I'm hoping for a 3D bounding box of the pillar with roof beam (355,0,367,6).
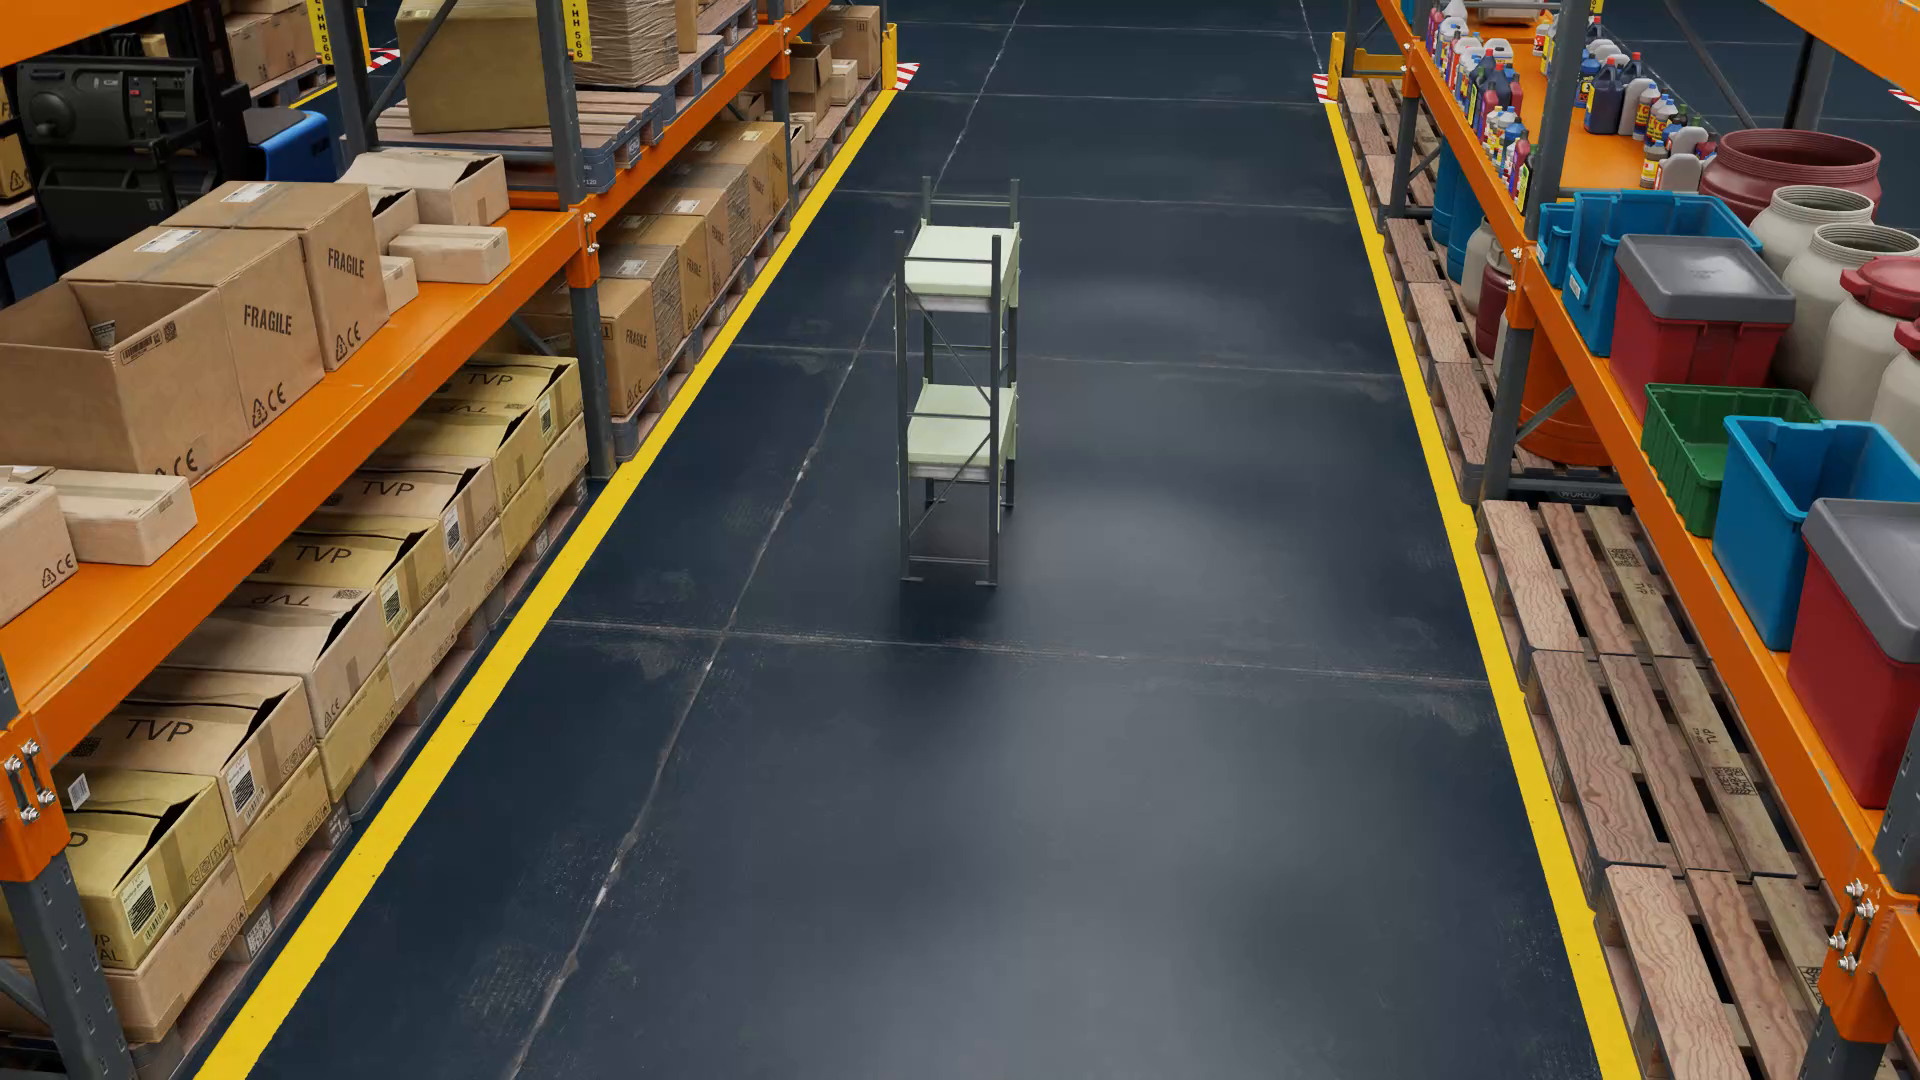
[{"bbox_3d":[-2.316,-9.415,15.237,9.100,9.000,0.400,3,28,6],"label":"pillar with roof beam"}]

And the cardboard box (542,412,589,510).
[{"bbox_3d":[-1.946,-0.363,7.218,0.500,0.250,0.500,4,29,7],"label":"cardboard box"}]

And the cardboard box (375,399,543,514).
[{"bbox_3d":[-2.001,-0.366,6.632,0.500,0.311,0.500,3,28,5],"label":"cardboard box"}]

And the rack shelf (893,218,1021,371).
[{"bbox_3d":[-0.001,-1.001,6.703,0.431,0.370,0.720,3,28,6],"label":"rack shelf"}]

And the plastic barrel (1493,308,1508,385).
[{"bbox_3d":[2.815,-0.953,8.036,0.421,0.512,0.421,0,28,0],"label":"plastic barrel"}]

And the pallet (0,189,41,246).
[{"bbox_3d":[-6.570,-2.224,11.156,1.003,0.211,1.213,3,28,6],"label":"pallet"}]

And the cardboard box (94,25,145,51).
[{"bbox_3d":[-6.478,-3.851,12.745,0.380,0.149,0.250,2,28,5],"label":"cardboard box"}]

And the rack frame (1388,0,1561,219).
[{"bbox_3d":[3.282,-3.244,10.109,1.000,3.000,0.127,3,28,6],"label":"rack frame"}]

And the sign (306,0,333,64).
[{"bbox_3d":[-2.664,-2.153,6.946,0.100,0.325,0.005,3,28,6],"label":"sign"}]

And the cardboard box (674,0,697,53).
[{"bbox_3d":[-1.789,-2.927,8.972,0.700,0.500,0.500,-4,29,-7],"label":"cardboard box"}]

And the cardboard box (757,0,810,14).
[{"bbox_3d":[-1.301,-3.802,11.038,0.500,0.500,0.500,4,29,8],"label":"cardboard box"}]

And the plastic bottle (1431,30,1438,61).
[{"bbox_3d":[2.801,-2.890,9.662,0.097,0.201,0.097,0,28,0],"label":"plastic bottle"}]

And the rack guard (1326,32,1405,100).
[{"bbox_3d":[3.762,-4.038,14.219,1.175,0.500,0.348,3,28,6],"label":"rack guard"}]

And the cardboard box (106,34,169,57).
[{"bbox_3d":[-6.134,-3.686,12.438,0.380,0.149,0.250,4,29,8],"label":"cardboard box"}]

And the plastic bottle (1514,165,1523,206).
[{"bbox_3d":[2.450,-1.542,7.159,0.097,0.201,0.097,0,28,0],"label":"plastic bottle"}]

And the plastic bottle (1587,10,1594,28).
[{"bbox_3d":[3.494,-2.770,9.282,0.144,0.351,0.185,3,28,6],"label":"plastic bottle"}]

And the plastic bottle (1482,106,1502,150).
[{"bbox_3d":[2.562,-1.971,7.956,0.097,0.201,0.097,0,28,0],"label":"plastic bottle"}]

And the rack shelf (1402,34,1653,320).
[{"bbox_3d":[3.037,-1.986,8.532,1.077,0.370,4.000,3,28,6],"label":"rack shelf"}]

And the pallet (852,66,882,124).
[{"bbox_3d":[-1.250,-3.777,14.039,1.003,0.211,1.213,3,28,6],"label":"pallet"}]

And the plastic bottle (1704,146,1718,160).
[{"bbox_3d":[3.207,-1.542,7.086,0.097,0.271,0.097,0,28,0],"label":"plastic bottle"}]

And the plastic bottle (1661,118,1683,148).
[{"bbox_3d":[3.203,-1.764,7.496,0.097,0.271,0.097,0,28,0],"label":"plastic bottle"}]

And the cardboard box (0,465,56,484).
[{"bbox_3d":[-2.689,-0.133,4.476,0.396,0.266,0.258,3,28,5],"label":"cardboard box"}]

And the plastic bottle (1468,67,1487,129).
[{"bbox_3d":[2.597,-2.213,8.317,0.061,0.283,0.133,3,28,6],"label":"plastic bottle"}]

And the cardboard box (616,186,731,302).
[{"bbox_3d":[-1.601,-1.670,9.359,0.500,0.500,0.500,2,28,4],"label":"cardboard box"}]

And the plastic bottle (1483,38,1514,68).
[{"bbox_3d":[2.884,-2.549,8.949,0.152,0.276,0.135,3,28,6],"label":"plastic bottle"}]

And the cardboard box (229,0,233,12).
[{"bbox_3d":[-6.291,-4.569,14.077,0.380,0.149,0.250,3,29,6],"label":"cardboard box"}]

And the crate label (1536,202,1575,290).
[{"bbox_3d":[2.368,-1.111,6.326,0.303,0.233,0.416,3,28,6],"label":"crate label"}]

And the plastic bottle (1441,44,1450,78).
[{"bbox_3d":[2.749,-2.690,9.289,0.097,0.201,0.097,0,28,0],"label":"plastic bottle"}]

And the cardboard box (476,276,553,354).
[{"bbox_3d":[-2.242,-1.198,8.482,0.500,0.500,0.500,4,29,8],"label":"cardboard box"}]

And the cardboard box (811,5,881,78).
[{"bbox_3d":[-0.966,-4.239,14.128,0.500,0.500,0.500,3,28,6],"label":"cardboard box"}]

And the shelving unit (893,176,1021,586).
[{"bbox_3d":[-0.001,-0.657,6.888,0.431,1.500,0.755,3,28,6],"label":"shelving unit"}]

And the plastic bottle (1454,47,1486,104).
[{"bbox_3d":[2.705,-2.448,8.763,0.152,0.276,0.135,3,28,6],"label":"plastic bottle"}]

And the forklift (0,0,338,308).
[{"bbox_3d":[-4.292,-2.147,8.146,1.130,2.935,3.031,3,28,5],"label":"forklift"}]

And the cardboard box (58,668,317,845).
[{"bbox_3d":[-2.250,0.596,4.847,0.500,0.311,0.500,3,28,6],"label":"cardboard box"}]

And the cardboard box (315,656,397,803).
[{"bbox_3d":[-2.194,0.598,5.434,0.500,0.250,0.500,3,28,5],"label":"cardboard box"}]

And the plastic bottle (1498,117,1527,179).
[{"bbox_3d":[2.502,-1.773,7.514,0.097,0.271,0.097,0,28,0],"label":"plastic bottle"}]

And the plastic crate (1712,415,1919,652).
[{"bbox_3d":[2.128,-0.008,4.120,0.392,0.384,0.575,3,28,6],"label":"plastic crate"}]

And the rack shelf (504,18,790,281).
[{"bbox_3d":[-1.879,-2.275,9.069,1.077,0.370,4.000,3,28,6],"label":"rack shelf"}]

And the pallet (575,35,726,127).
[{"bbox_3d":[-1.890,-2.482,8.896,1.003,0.211,1.213,3,28,6],"label":"pallet"}]

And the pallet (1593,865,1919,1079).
[{"bbox_3d":[2.359,1.378,4.470,1.003,0.211,1.213,3,28,6],"label":"pallet"}]

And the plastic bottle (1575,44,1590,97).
[{"bbox_3d":[3.305,-2.509,8.880,0.097,0.271,0.097,0,28,0],"label":"plastic bottle"}]

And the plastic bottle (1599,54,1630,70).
[{"bbox_3d":[3.403,-2.403,8.679,0.152,0.276,0.135,3,28,6],"label":"plastic bottle"}]

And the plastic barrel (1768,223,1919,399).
[{"bbox_3d":[2.826,-0.715,5.297,0.421,0.512,0.421,0,28,0],"label":"plastic barrel"}]

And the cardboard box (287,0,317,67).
[{"bbox_3d":[-6.047,-4.452,14.543,0.700,0.500,0.500,3,28,6],"label":"cardboard box"}]

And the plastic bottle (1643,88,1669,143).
[{"bbox_3d":[3.352,-2.036,7.989,0.061,0.283,0.133,3,28,6],"label":"plastic bottle"}]

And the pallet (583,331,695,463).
[{"bbox_3d":[-1.995,-0.772,8.461,1.003,0.211,1.213,3,28,6],"label":"pallet"}]

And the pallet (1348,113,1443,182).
[{"bbox_3d":[3.480,-2.940,12.485,1.003,0.211,1.213,3,28,6],"label":"pallet"}]

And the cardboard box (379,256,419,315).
[{"bbox_3d":[-2.224,-0.936,6.090,0.380,0.149,0.250,5,29,10],"label":"cardboard box"}]

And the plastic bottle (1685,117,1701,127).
[{"bbox_3d":[3.284,-1.773,7.501,0.061,0.283,0.133,3,28,6],"label":"plastic bottle"}]

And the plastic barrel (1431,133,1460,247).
[{"bbox_3d":[3.198,-2.250,10.033,0.600,0.901,0.708,3,28,6],"label":"plastic barrel"}]

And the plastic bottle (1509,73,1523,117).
[{"bbox_3d":[2.724,-2.141,8.185,0.061,0.283,0.133,3,28,6],"label":"plastic bottle"}]
